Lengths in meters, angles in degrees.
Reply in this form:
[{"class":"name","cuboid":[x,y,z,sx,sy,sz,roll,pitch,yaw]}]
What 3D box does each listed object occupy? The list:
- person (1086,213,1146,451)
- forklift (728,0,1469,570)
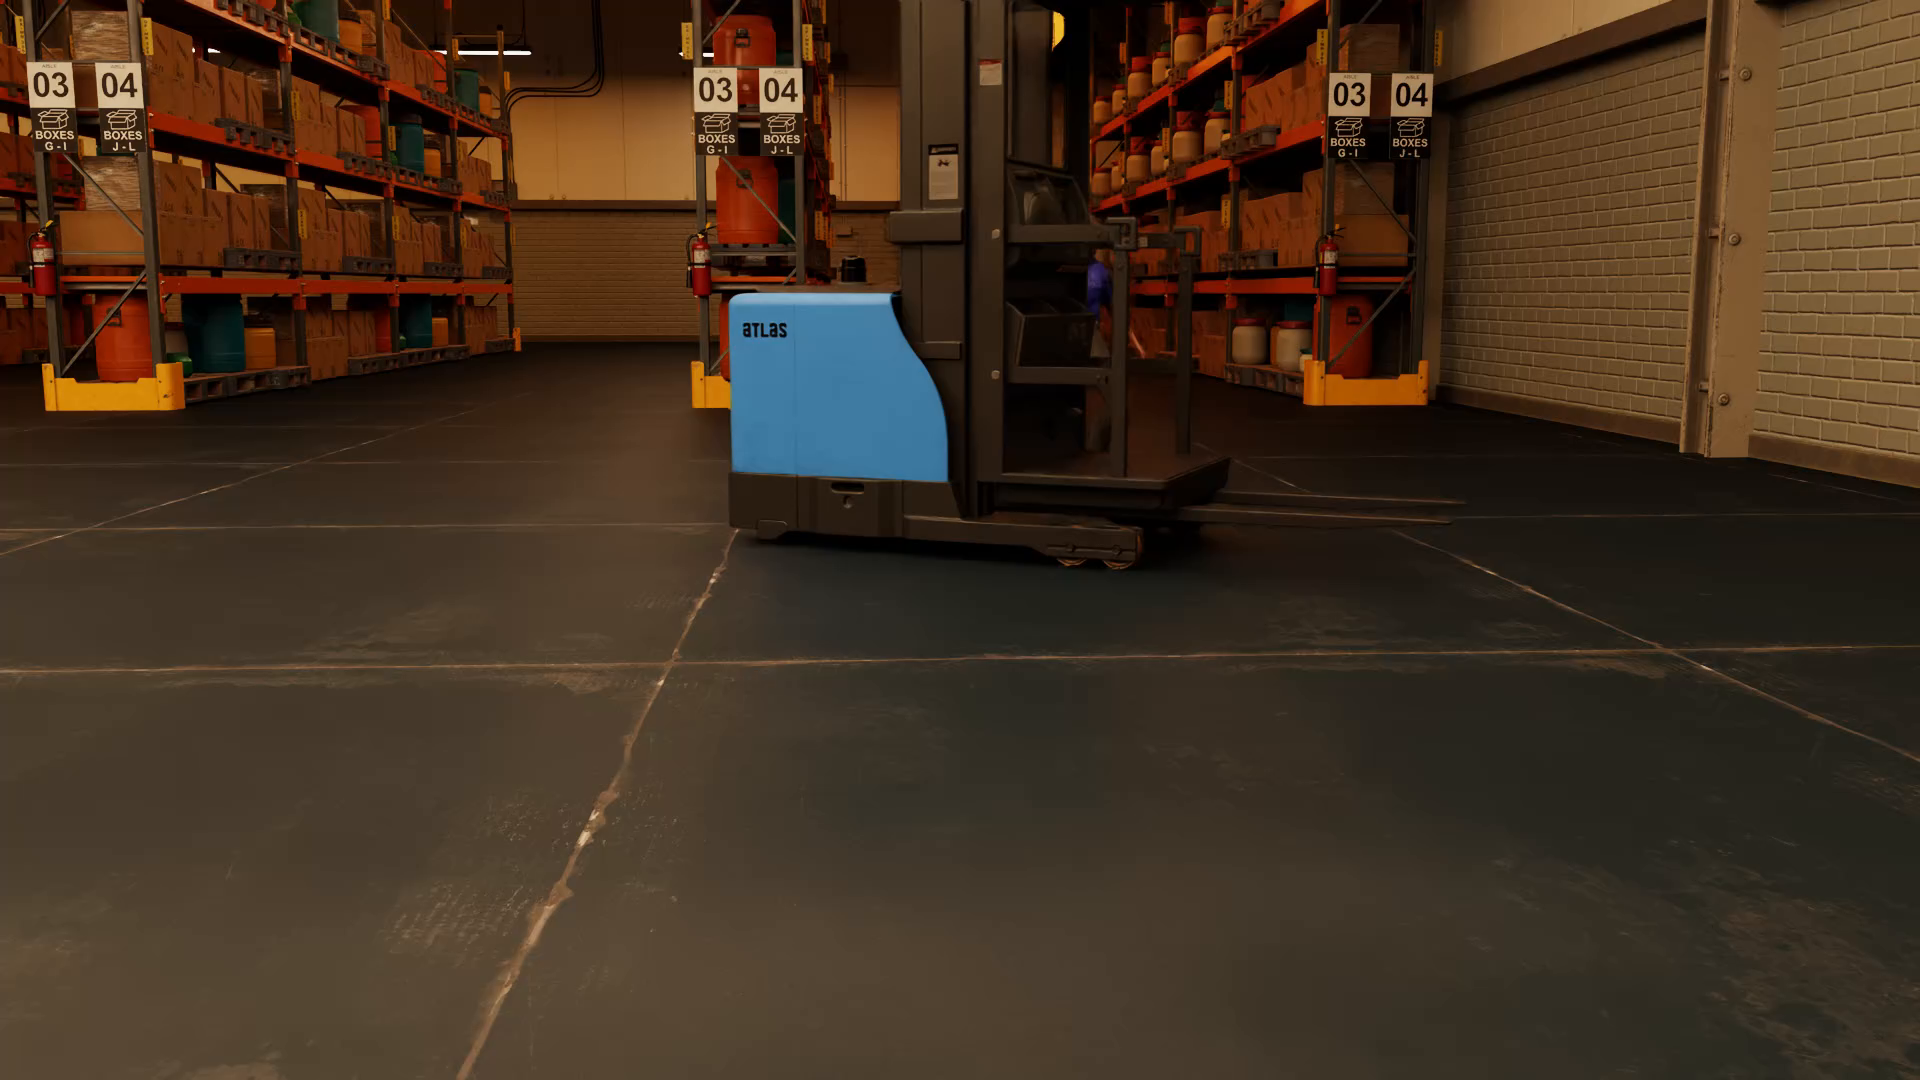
[{"class":"person","cuboid":[0.708,-1.188,10.086,0.836,1.564,0.542,-3,9,-21]},{"class":"forklift","cuboid":[0.561,-1.422,6.907,3.031,2.935,1.130,3,9,22]}]
